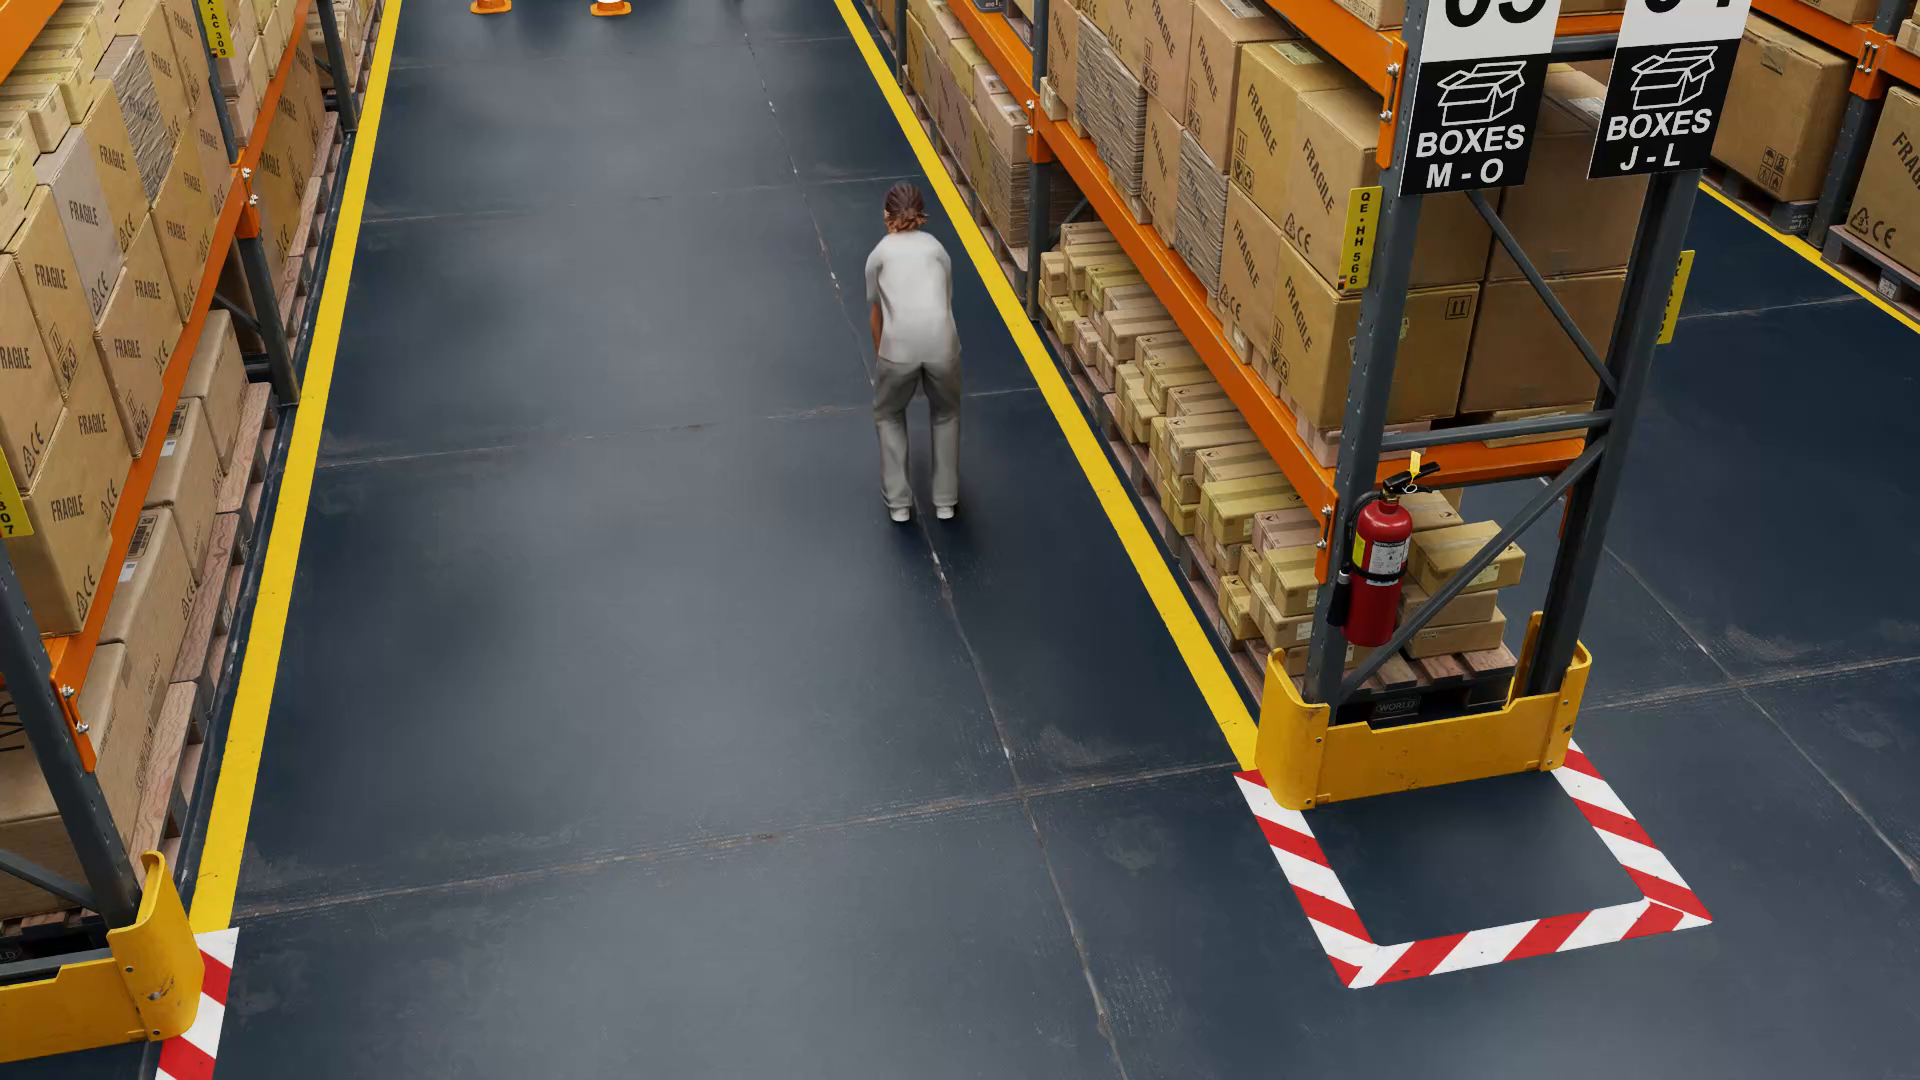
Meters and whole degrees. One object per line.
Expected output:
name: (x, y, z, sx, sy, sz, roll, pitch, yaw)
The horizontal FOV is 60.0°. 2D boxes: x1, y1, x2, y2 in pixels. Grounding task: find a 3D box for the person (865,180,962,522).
person: (-0.213, -0.851, 7.589, 0.408, 1.449, 0.728, -4, 35, -6)
